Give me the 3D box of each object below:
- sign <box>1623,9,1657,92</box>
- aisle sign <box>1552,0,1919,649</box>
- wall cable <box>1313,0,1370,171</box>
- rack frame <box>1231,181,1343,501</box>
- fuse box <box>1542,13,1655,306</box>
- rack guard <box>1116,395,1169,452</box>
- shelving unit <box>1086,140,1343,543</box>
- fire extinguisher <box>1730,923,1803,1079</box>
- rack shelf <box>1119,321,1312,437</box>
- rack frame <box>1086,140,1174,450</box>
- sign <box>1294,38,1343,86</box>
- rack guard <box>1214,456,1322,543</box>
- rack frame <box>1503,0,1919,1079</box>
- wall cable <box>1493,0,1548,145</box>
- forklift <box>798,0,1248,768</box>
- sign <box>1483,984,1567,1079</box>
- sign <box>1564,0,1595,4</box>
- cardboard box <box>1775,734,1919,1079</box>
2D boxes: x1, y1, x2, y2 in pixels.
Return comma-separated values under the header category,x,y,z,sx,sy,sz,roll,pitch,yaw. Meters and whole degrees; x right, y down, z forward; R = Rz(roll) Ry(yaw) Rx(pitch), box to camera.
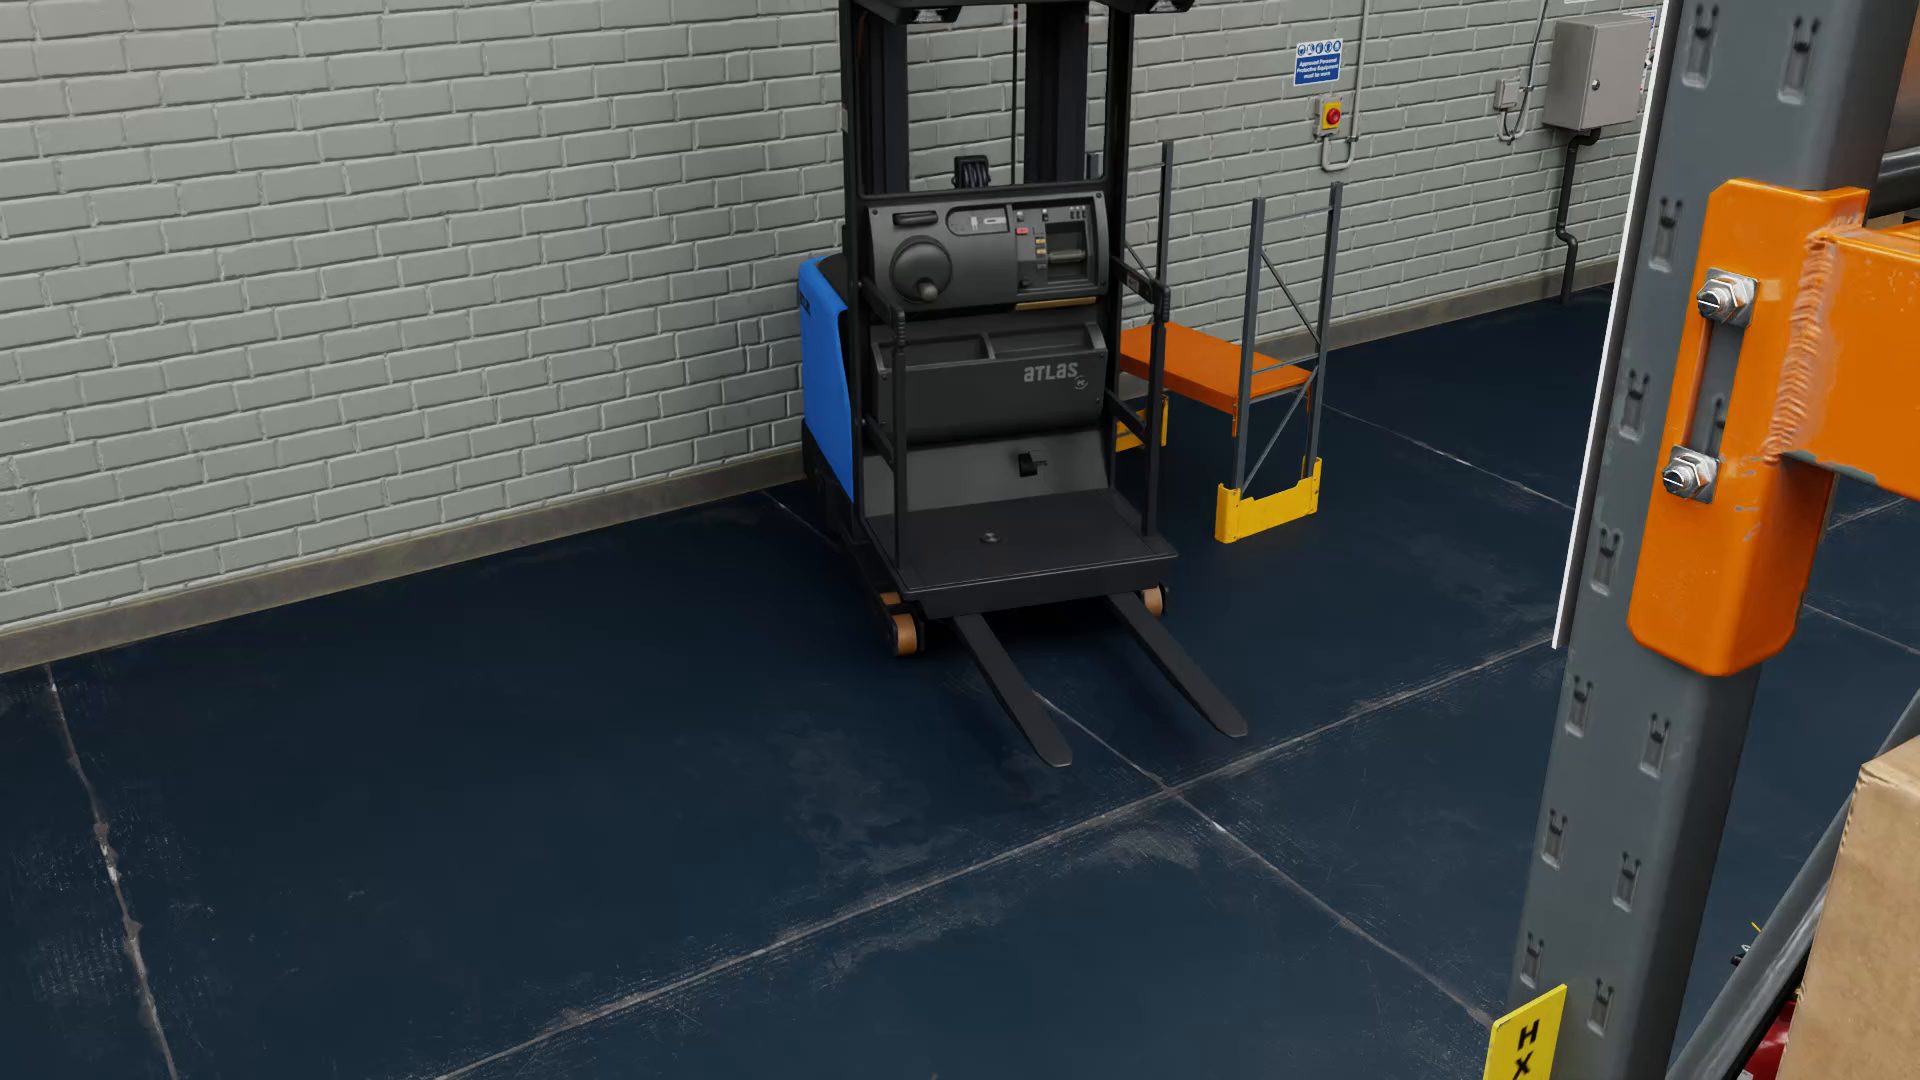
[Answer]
category,x,y,z,sx,sy,sz,roll,pitch,yaw
sign,4.097,-2.963,10.123,0.329,0.494,0.001,-16,29,-30
aisle sign,0.671,-0.310,1.347,0.394,0.787,0.004,-16,29,-30
wall cable,1.957,-2.853,8.552,0.585,1.953,0.123,-16,29,-30
rack frame,1.375,-0.742,7.066,0.500,1.500,0.032,-18,30,-33
fuse box,3.797,-2.234,9.977,0.539,1.711,0.414,-16,29,-30
rack guard,0.770,-0.525,8.070,0.587,0.250,0.087,-18,30,-33
shelving unit,1.067,-0.920,7.441,0.587,1.500,1.083,-18,30,-33
fire extinguisher,1.212,0.828,2.510,0.296,0.674,0.183,-16,29,-30
rack shelf,1.072,-0.754,7.511,0.538,0.185,1.000,-18,30,-33
rack frame,0.769,-1.091,7.804,0.500,1.500,0.032,-18,30,-33
sign,1.883,-2.512,8.741,0.327,0.218,0.001,-16,29,-30
rack guard,1.364,-0.184,7.346,0.587,0.250,0.087,-18,30,-33
rack frame,0.960,0.823,1.993,0.949,2.616,0.053,-16,29,-30
wall cable,3.139,-3.173,9.268,0.588,1.984,0.122,-16,29,-30
forklift,0.179,-1.071,6.085,1.130,2.935,3.031,-7,26,-15
sign,0.508,0.557,1.542,0.100,0.325,0.005,-16,29,-30
sign,3.637,-3.251,9.656,0.339,0.242,0.001,-16,29,-30
cardboard box,0.985,0.413,1.225,0.500,0.500,0.500,-16,29,-30
